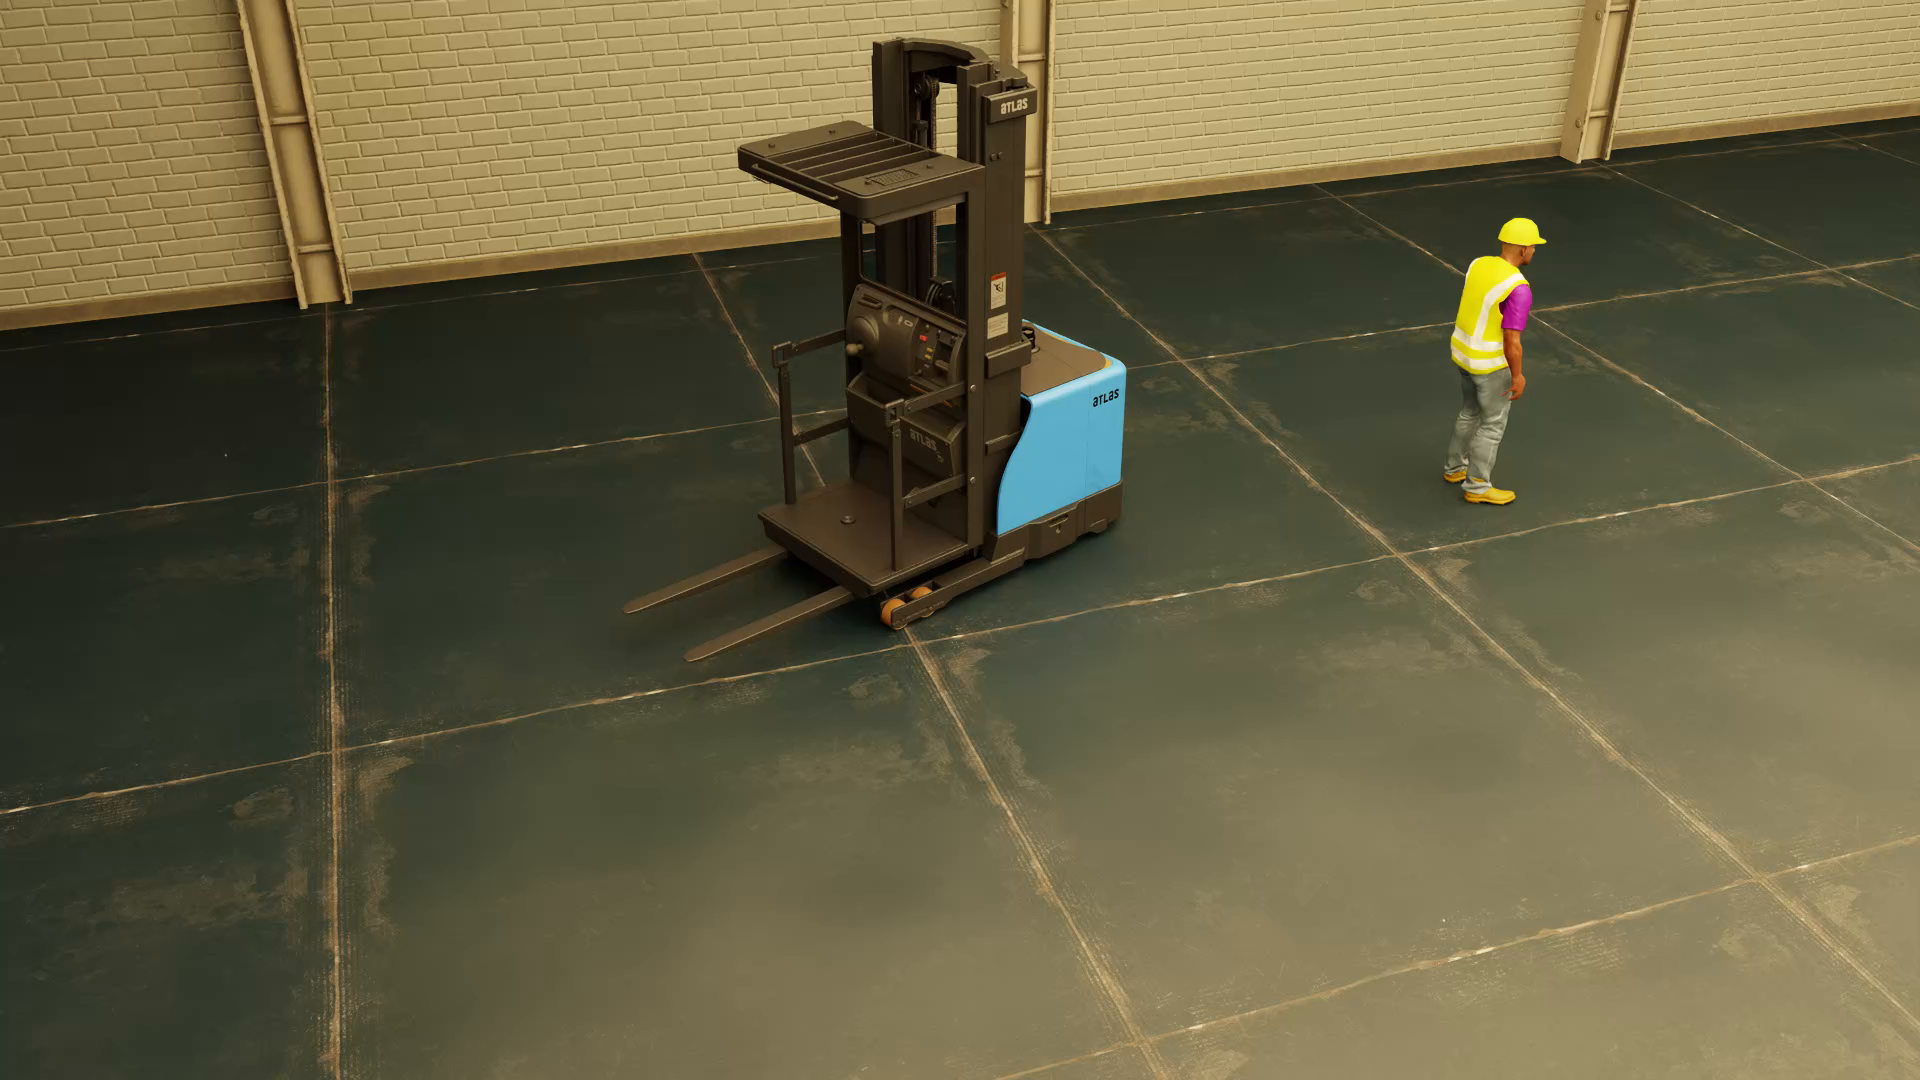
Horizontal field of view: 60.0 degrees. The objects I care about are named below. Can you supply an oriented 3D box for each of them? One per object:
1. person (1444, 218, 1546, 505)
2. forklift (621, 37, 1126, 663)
[{"bbox_3d":[3.257,-1.111,10.197,0.461,1.759,0.634,-7,31,-12],"label":"person"},{"bbox_3d":[-0.461,-1.072,8.951,3.031,2.935,1.130,-23,37,-34],"label":"forklift"}]
